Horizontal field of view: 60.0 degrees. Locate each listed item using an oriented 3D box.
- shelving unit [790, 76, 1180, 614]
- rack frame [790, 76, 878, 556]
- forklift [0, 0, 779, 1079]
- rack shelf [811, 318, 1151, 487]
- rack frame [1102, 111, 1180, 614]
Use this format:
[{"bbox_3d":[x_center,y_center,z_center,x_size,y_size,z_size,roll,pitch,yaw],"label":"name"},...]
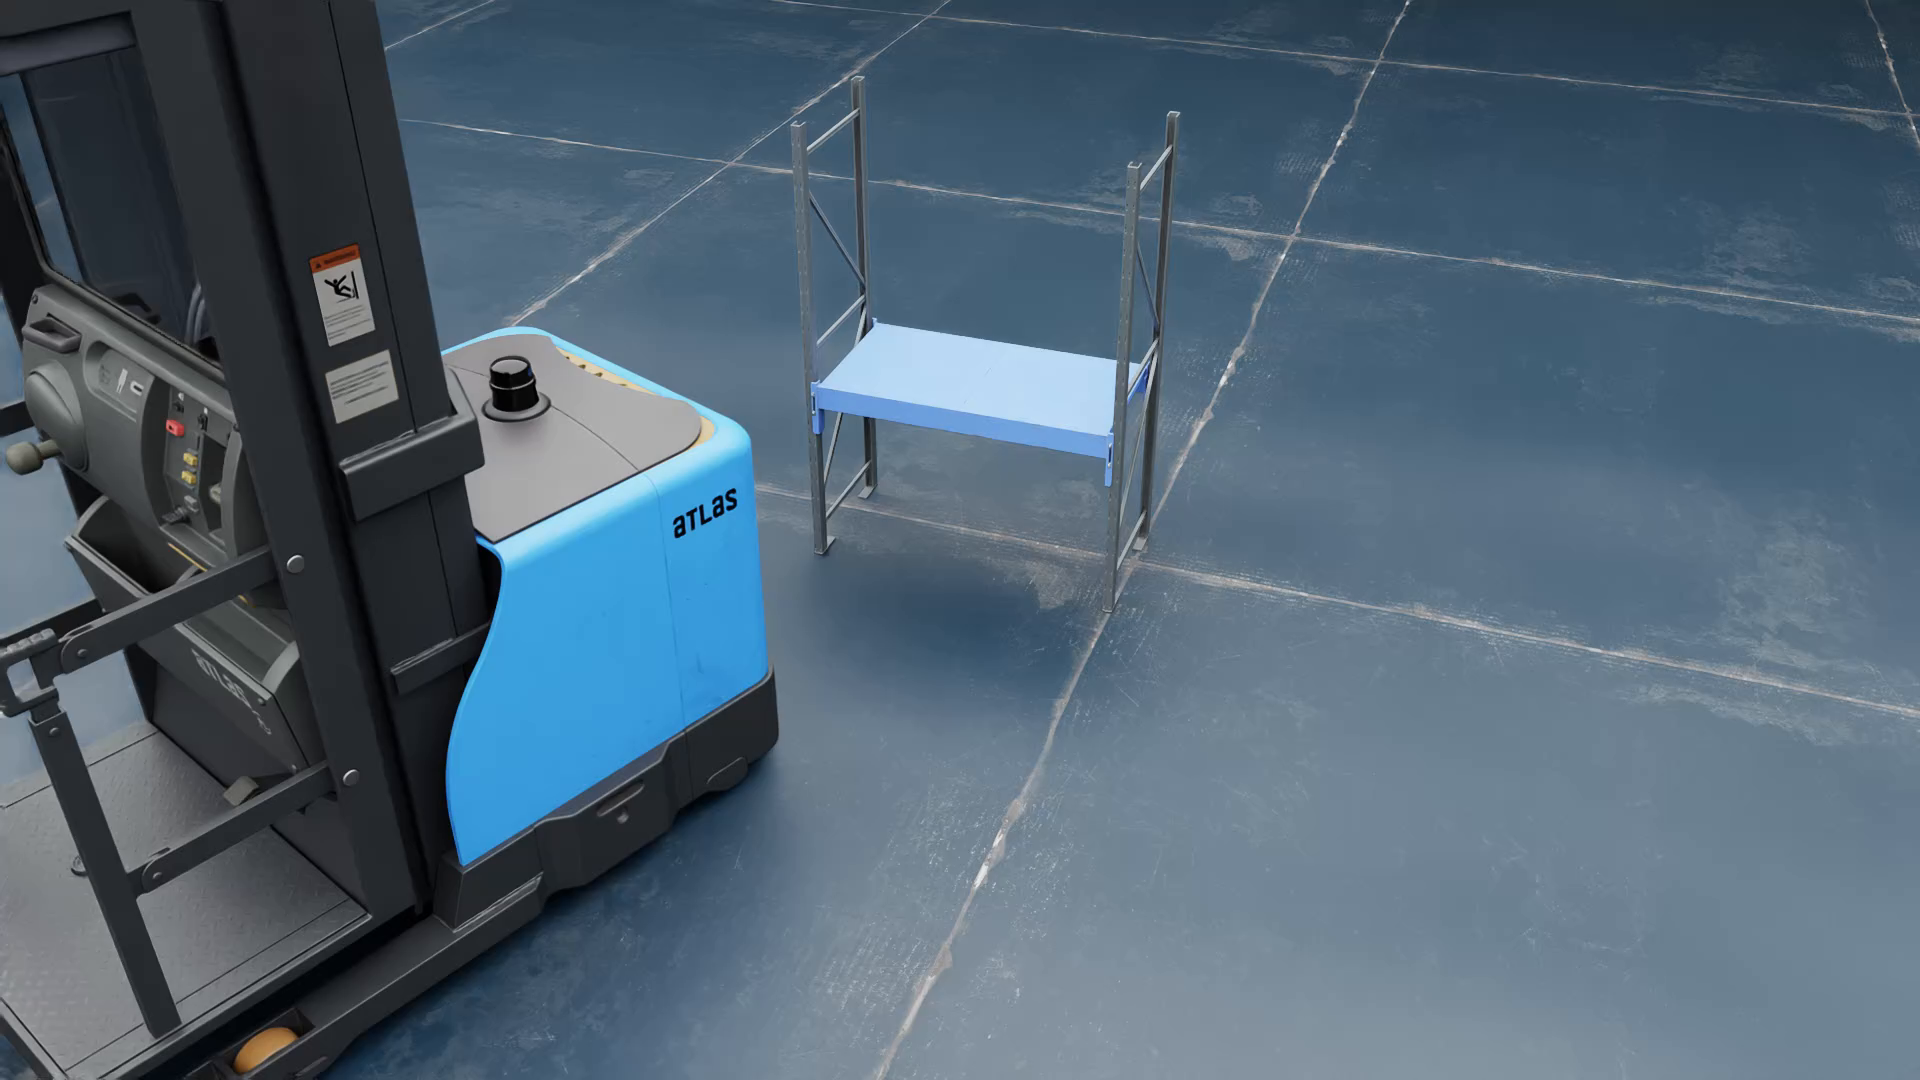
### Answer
[{"bbox_3d":[0.080,-0.614,5.319,1.048,1.500,0.538,11,34,16],"label":"shelving unit"},{"bbox_3d":[-0.398,-0.708,5.463,0.032,1.500,0.500,11,34,16],"label":"rack frame"},{"bbox_3d":[-1.868,-0.188,3.340,1.130,2.935,3.031,26,41,34],"label":"forklift"},{"bbox_3d":[0.080,-0.463,5.417,1.000,0.185,0.538,11,34,16],"label":"rack shelf"},{"bbox_3d":[0.559,-0.521,5.175,0.032,1.500,0.500,11,34,16],"label":"rack frame"}]
